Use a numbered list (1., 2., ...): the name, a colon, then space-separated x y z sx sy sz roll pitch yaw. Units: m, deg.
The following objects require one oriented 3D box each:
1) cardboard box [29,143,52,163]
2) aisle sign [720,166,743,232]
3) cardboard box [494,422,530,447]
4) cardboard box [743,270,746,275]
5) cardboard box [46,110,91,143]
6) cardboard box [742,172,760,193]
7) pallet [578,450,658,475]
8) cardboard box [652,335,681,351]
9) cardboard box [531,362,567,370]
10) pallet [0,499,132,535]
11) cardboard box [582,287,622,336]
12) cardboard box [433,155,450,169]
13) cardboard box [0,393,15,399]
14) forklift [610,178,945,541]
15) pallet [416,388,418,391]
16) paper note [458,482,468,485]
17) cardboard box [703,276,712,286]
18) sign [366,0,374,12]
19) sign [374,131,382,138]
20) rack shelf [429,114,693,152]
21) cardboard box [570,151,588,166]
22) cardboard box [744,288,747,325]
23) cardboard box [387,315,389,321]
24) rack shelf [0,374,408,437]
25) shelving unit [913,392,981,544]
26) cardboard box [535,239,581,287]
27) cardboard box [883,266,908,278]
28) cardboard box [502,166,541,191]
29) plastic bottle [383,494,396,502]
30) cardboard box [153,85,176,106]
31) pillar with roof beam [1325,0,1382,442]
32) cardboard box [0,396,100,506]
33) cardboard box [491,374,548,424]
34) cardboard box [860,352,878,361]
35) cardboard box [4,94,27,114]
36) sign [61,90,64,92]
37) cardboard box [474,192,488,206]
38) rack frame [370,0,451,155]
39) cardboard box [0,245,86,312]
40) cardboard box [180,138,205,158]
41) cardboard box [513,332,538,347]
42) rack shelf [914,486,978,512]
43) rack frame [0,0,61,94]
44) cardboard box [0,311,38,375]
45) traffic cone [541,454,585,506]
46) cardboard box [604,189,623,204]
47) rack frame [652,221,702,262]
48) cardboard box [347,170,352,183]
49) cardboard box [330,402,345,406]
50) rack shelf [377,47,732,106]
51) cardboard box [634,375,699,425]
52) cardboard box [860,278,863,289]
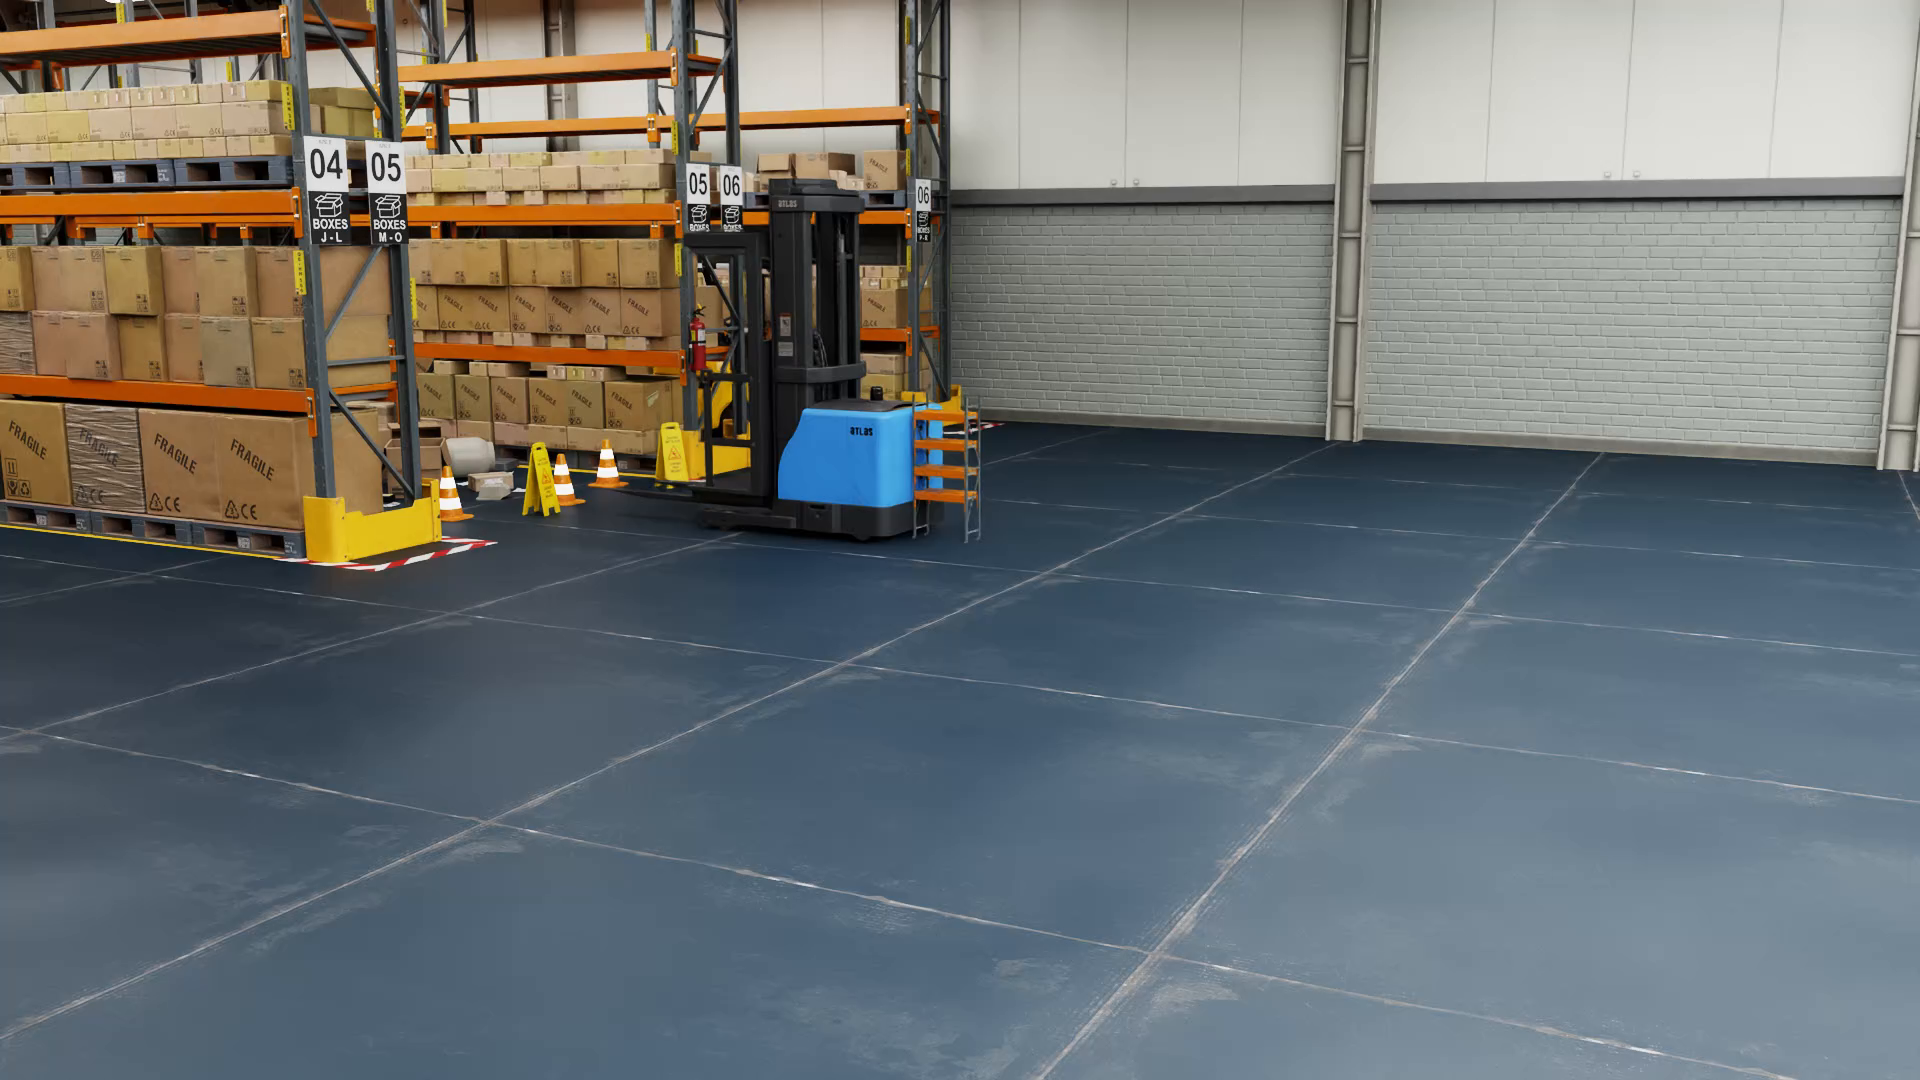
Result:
1. cardboard box: -7.422 -3.183 13.717 0.250 0.149 0.380 5 11 25
2. aisle sign: -2.399 -3.525 17.483 0.004 0.787 0.394 5 11 26
3. cardboard box: -4.809 -1.198 18.470 0.500 0.250 0.500 5 11 25
4. cardboard box: -2.894 -3.674 22.668 0.250 0.149 0.380 5 11 25
5. cardboard box: -7.058 -3.359 13.573 0.500 0.250 0.500 5 11 25
6. cardboard box: -2.789 -4.809 22.375 0.258 0.266 0.396 5 11 24
7. pallet: -3.373 -0.904 18.134 1.213 0.211 1.003 5 11 26
8. cardboard box: -3.022 -2.072 17.464 0.250 0.149 0.380 5 12 28
9. cardboard box: -5.826 -2.508 24.652 0.625 0.625 0.875 5 11 23
10. pallet: -7.631 -0.273 14.645 1.213 0.211 1.003 5 11 26
11. cardboard box: -3.647 -2.435 17.647 0.500 0.500 0.500 5 11 26
12. cardboard box: -5.562 -4.146 18.258 0.250 0.149 0.380 5 11 24
13. cardboard box: -12.762 -2.271 22.645 0.875 0.875 0.875 5 12 28
14. forklift: -1.674 -1.601 14.347 3.031 2.935 1.130 6 12 28
15. pallet: -8.226 -2.317 25.939 1.213 0.211 1.003 5 11 26
16. paper note: -5.016 -0.582 16.890 0.148 0.019 0.142 -10 14 -43
17. cardboard box: -3.338 -3.574 22.953 0.250 0.149 0.380 5 11 26
18. sign: -6.419 -5.916 18.085 0.005 0.325 0.100 5 11 26
19. sign: -6.421 -4.351 18.369 0.005 0.325 0.100 5 11 26
20. rack shelf: -5.779 -5.868 24.027 4.000 0.370 1.077 5 11 26
21. cardboard box: -3.898 -4.017 17.548 0.250 0.149 0.380 5 11 26
22. cardboard box: -2.774 -3.203 22.727 0.500 0.500 0.500 5 11 25
23. cardboard box: -6.762 -2.595 19.174 0.250 0.149 0.380 5 11 27
24. rack shelf: -6.485 -1.206 13.990 4.000 0.370 1.077 5 11 26
25. shelving unit: -0.110 -0.598 13.664 0.503 1.200 0.258 6 12 29
26. cardboard box: -4.100 -2.959 17.731 0.500 0.500 0.700 5 11 25
27. cardboard box: -0.813 -3.503 21.726 0.250 0.149 0.380 5 11 26
28. cardboard box: -4.542 -3.866 17.832 0.500 0.250 0.500 5 11 26
29. plastic bottle: -5.512 -0.398 15.758 0.283 0.061 0.133 1 10 6
30. cardboard box: -6.053 -3.455 12.983 0.250 0.149 0.380 5 11 26
31. pillar with roof beam: 2.852 -4.984 16.002 0.400 9.000 9.100 5 11 26
32. cardboard box: -7.745 -0.818 14.613 0.875 0.875 0.875 5 11 27
33. cardboard box: -4.820 -1.568 18.405 0.500 0.500 0.500 6 12 29
34. cardboard box: -1.410 -2.365 22.110 0.500 0.250 0.500 5 12 27
35. cardboard box: -7.646 -3.595 13.756 0.250 0.149 0.380 5 11 25
36. sign: -14.987 -7.619 27.712 0.005 0.325 0.100 5 11 26
37. cardboard box: -5.085 -3.724 18.168 0.250 0.149 0.380 5 11 24
38. rack frame: -6.179 -5.468 18.675 0.127 3.000 1.000 5 11 26
39. cardboard box: -7.963 -2.288 14.496 0.550 0.550 0.875 5 11 26
40. cardboard box: -5.822 -3.043 12.942 0.250 0.149 0.380 5 11 26
41. cardboard box: -4.657 -2.199 18.161 0.250 0.149 0.380 5 11 26
42. rack shelf: -0.110 -0.336 13.711 0.480 0.148 0.258 6 12 29
43. rack frame: -8.278 -4.669 14.263 0.127 3.000 1.000 5 11 26
44. cardboard box: -7.942 -1.764 14.633 0.550 0.550 0.875 5 11 26
45. traffic cone: -3.734 -0.576 15.615 0.334 0.463 0.336 5 11 26
46. cardboard box: -3.496 -3.577 17.356 0.250 0.149 0.380 5 12 28
47. rack frame: -3.986 -3.309 23.591 0.127 3.000 1.000 5 11 26
48. cardboard box: -6.767 -4.148 19.044 0.500 0.250 0.500 5 11 25
49. cardboard box: -6.940 -1.372 17.780 0.500 0.500 0.500 5 11 26
50. rack shelf: -4.385 -4.955 17.868 4.000 0.370 1.077 5 11 26
51. cardboard box: -3.214 -1.533 18.213 0.500 0.500 0.500 5 11 24
52. cardboard box: -1.282 -3.390 21.938 0.250 0.149 0.380 5 12 27
